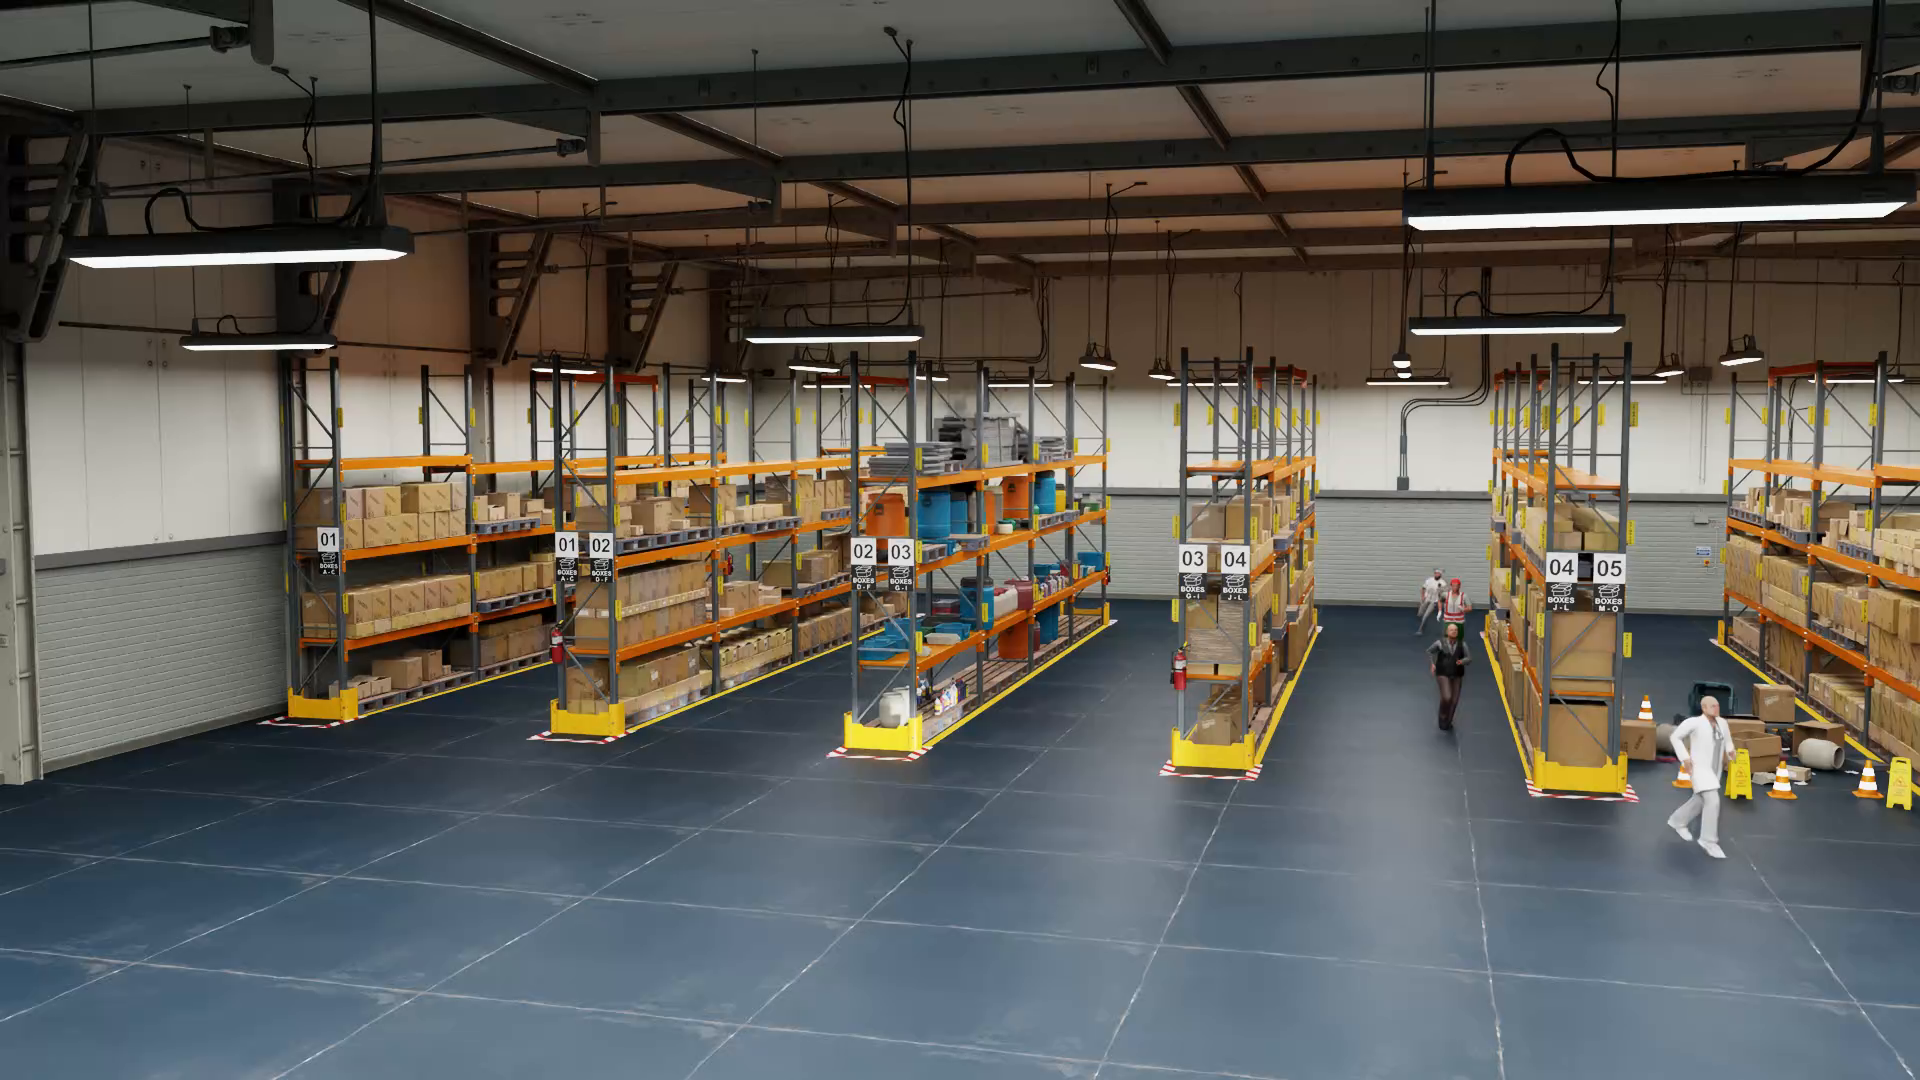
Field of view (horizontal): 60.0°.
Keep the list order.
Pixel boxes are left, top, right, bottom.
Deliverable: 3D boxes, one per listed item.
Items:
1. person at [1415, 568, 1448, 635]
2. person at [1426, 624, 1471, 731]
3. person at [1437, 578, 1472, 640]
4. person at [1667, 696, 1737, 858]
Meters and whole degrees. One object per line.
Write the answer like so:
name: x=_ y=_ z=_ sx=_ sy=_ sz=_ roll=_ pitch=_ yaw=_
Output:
person: x=10.888 y=1.412 z=38.376 sx=0.684 sy=1.587 sz=0.529 roll=4 pitch=6 yaw=42
person: x=7.827 y=2.195 z=26.539 sx=0.644 sy=1.698 sz=0.642 roll=0 pitch=4 yaw=1
person: x=9.827 y=1.656 z=33.051 sx=0.655 sy=1.813 sz=0.937 roll=1 pitch=4 yaw=14
person: x=8.601 y=2.706 z=19.307 sx=0.694 sy=1.843 sz=0.886 roll=-2 pitch=5 yaw=-25
